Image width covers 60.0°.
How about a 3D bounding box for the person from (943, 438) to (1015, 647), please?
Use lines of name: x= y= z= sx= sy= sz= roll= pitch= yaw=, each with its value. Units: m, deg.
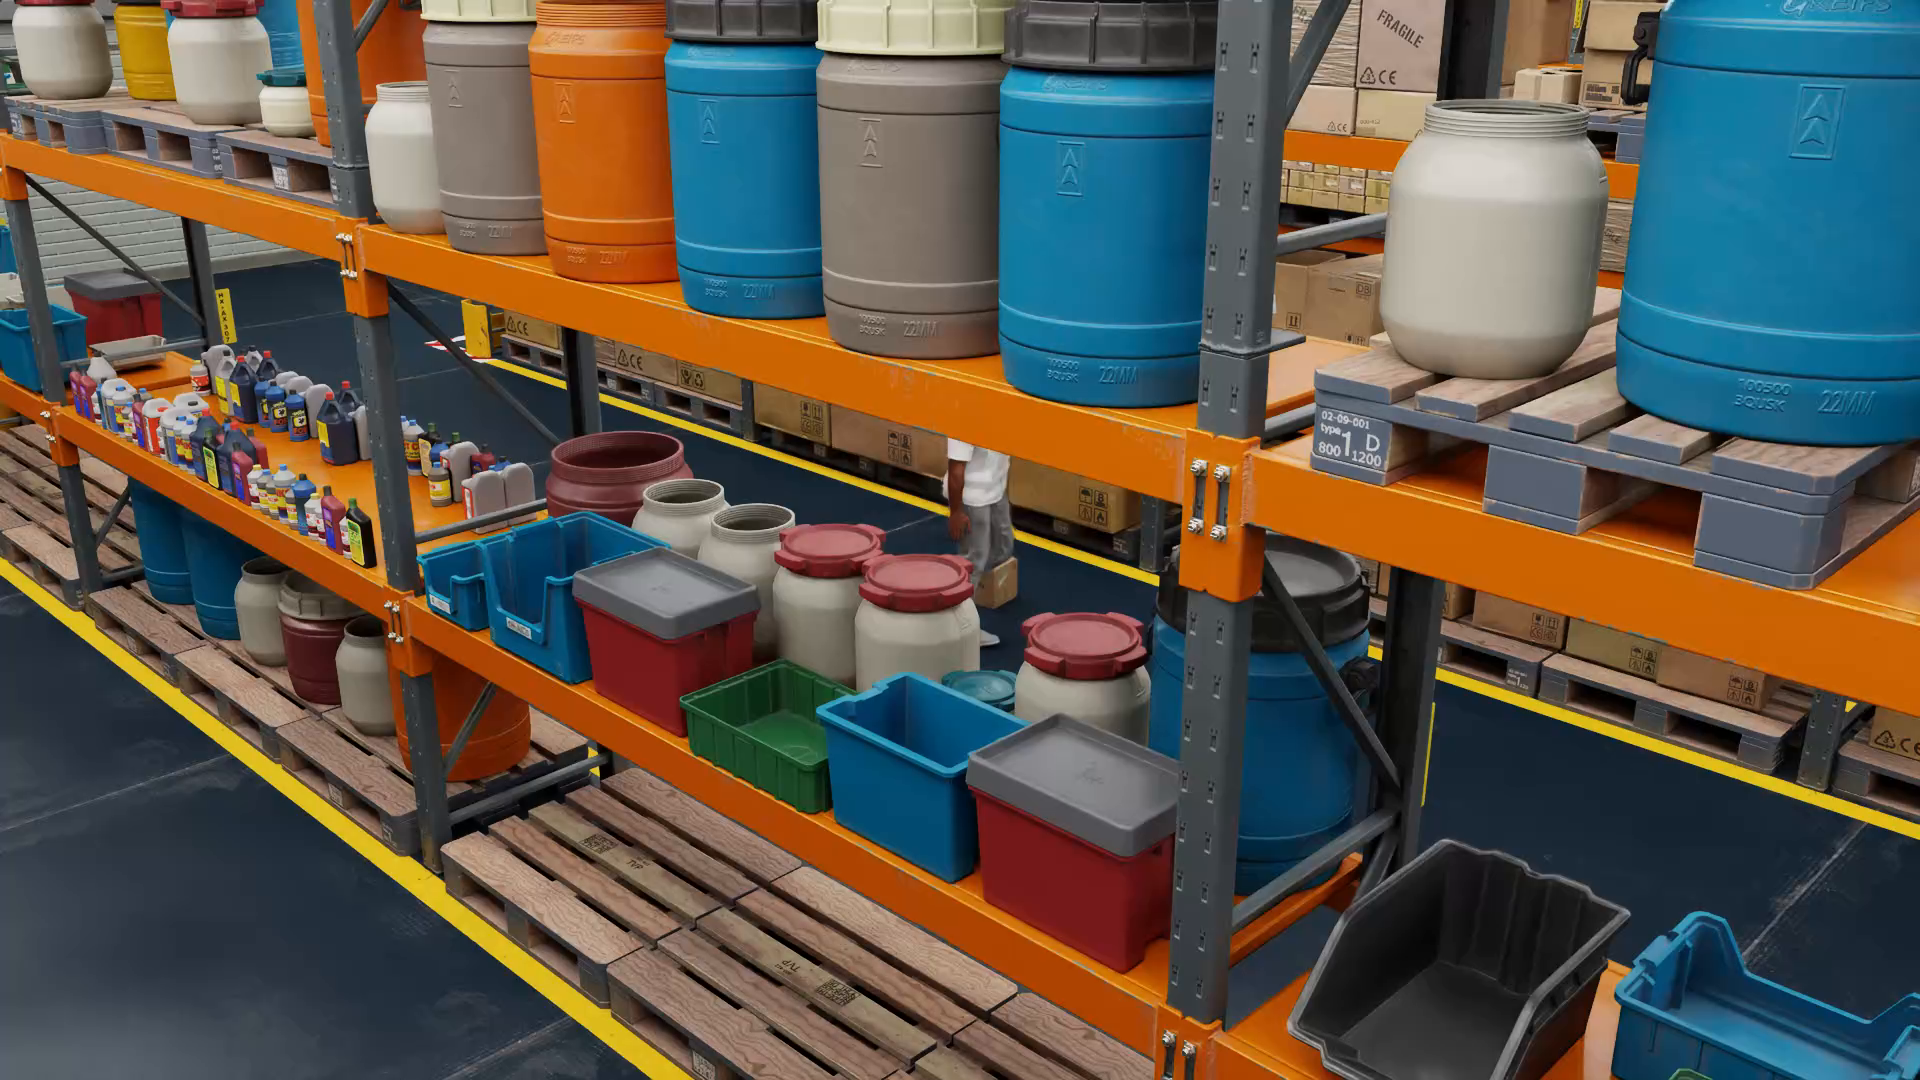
person: x=0.049 y=-0.254 z=9.215 sx=0.562 sy=1.760 sz=0.620 roll=7 pitch=22 yaw=19
